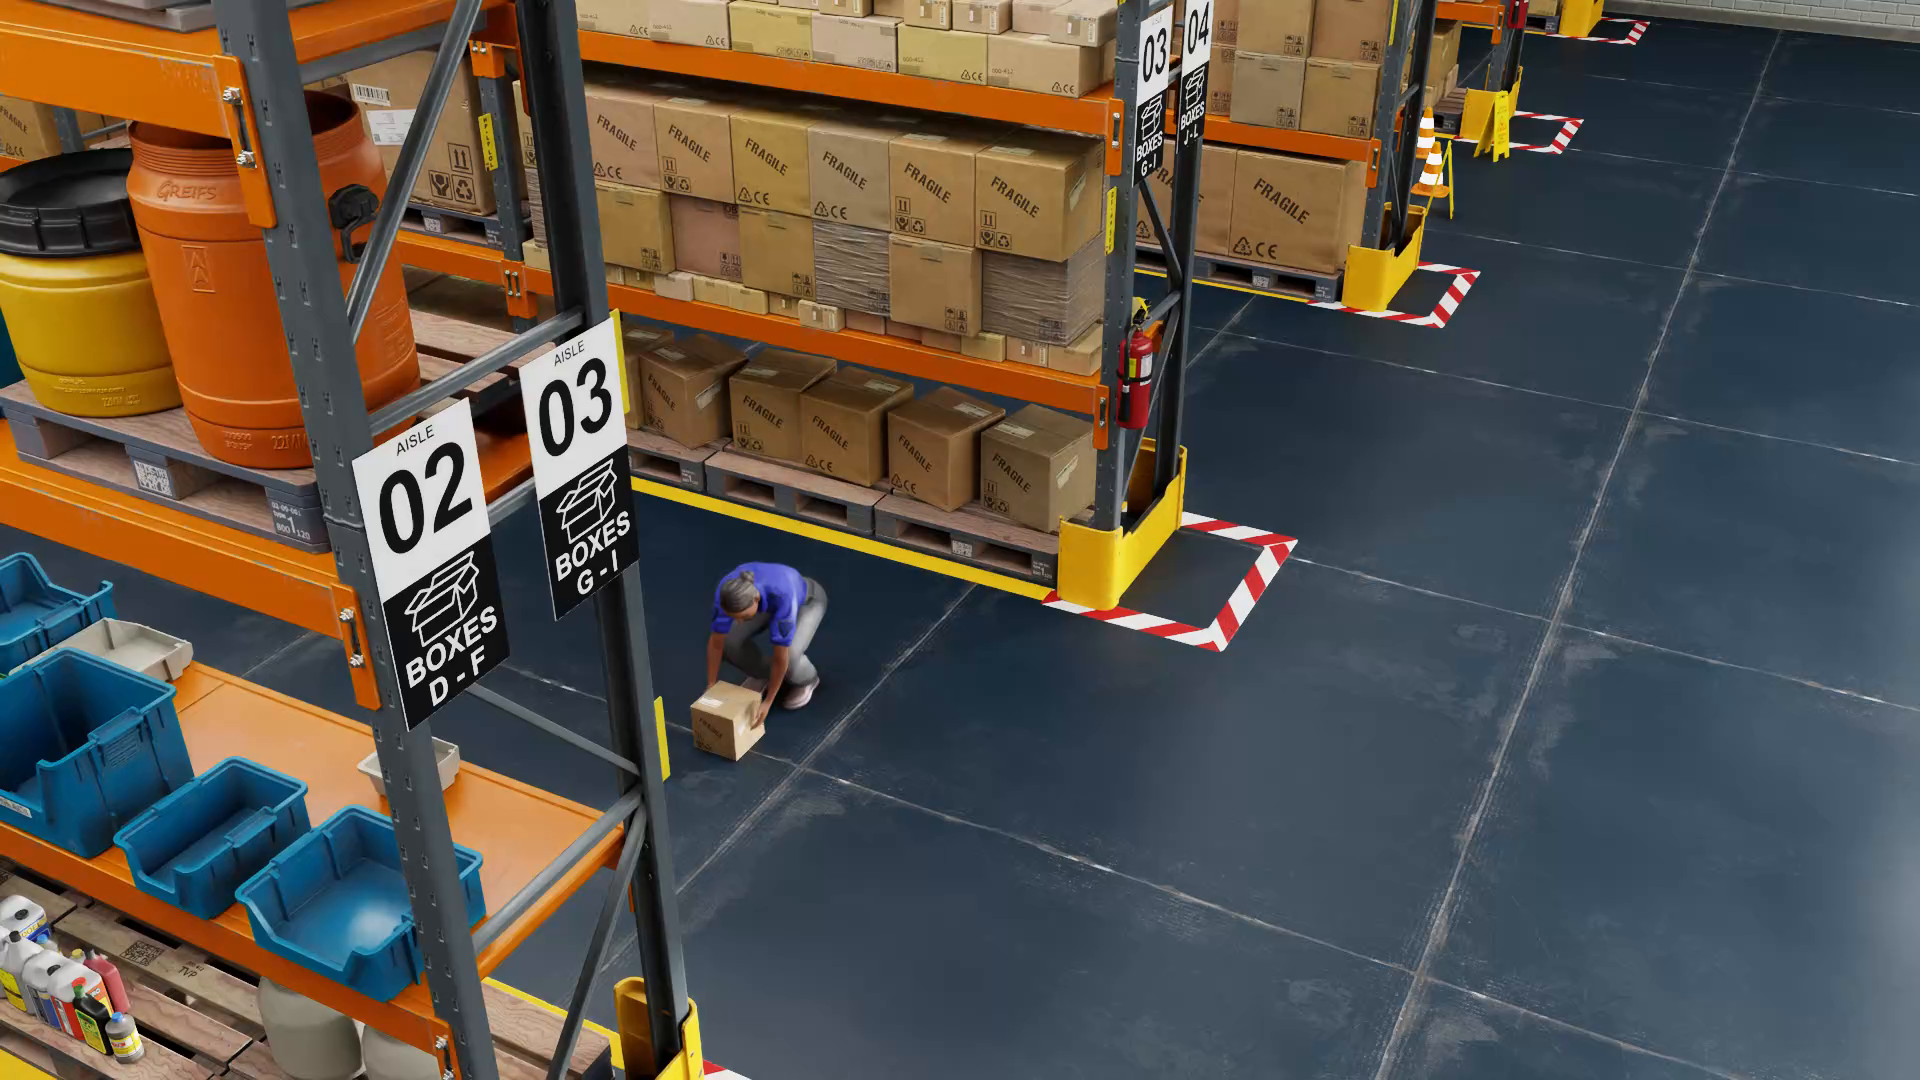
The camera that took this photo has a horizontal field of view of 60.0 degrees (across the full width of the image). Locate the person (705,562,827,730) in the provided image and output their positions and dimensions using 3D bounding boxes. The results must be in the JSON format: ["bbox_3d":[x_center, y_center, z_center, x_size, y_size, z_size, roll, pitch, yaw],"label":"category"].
[{"bbox_3d":[-0.956,0.444,8.277,0.476,0.911,0.805,14,33,23],"label":"person"}]
